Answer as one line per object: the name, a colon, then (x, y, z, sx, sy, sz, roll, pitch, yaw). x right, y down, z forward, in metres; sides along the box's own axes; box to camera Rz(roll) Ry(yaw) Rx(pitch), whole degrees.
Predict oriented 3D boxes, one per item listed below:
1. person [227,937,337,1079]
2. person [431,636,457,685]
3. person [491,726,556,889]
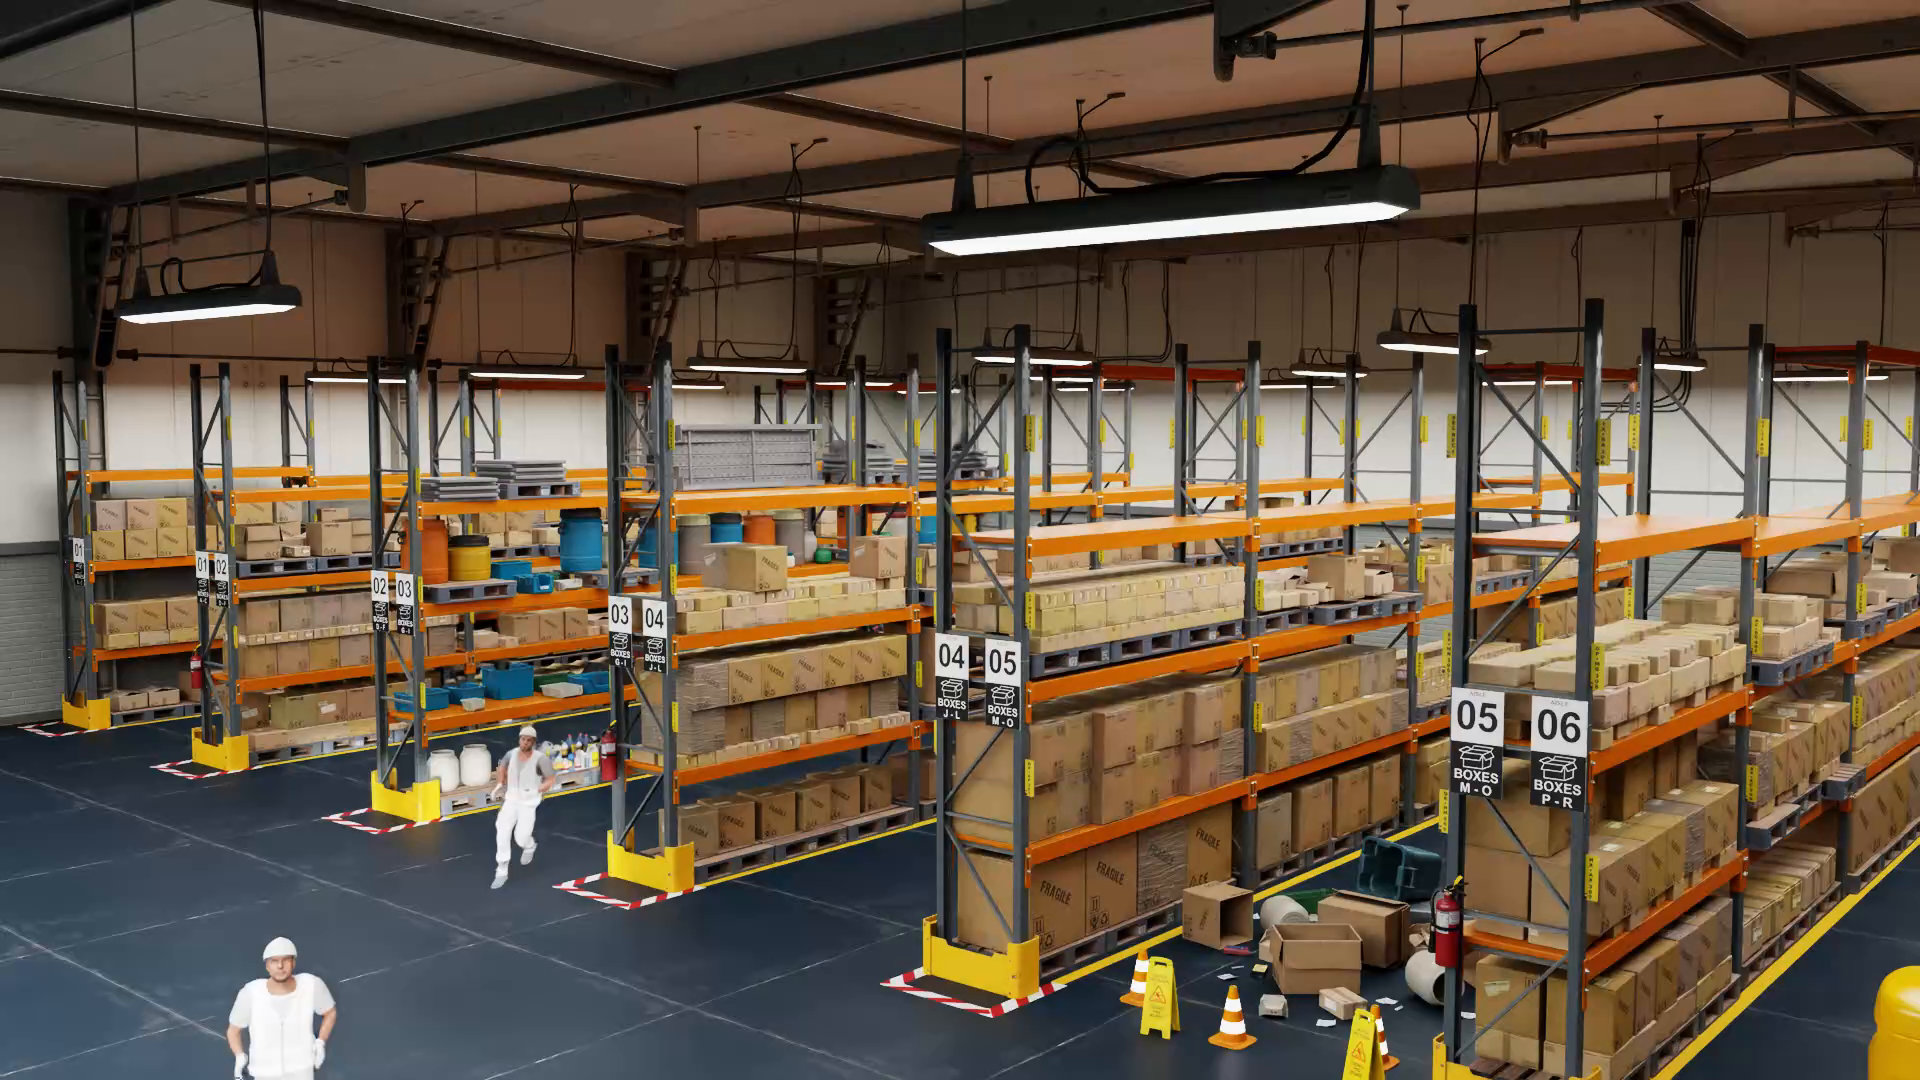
person: (-4.485, 3.502, 11.044, 0.683, 1.743, 0.630, -2, 4, -24)
person: (-9.355, 2.169, 29.903, 0.630, 1.656, 0.949, 3, 5, 37)
person: (-4.886, 2.957, 18.672, 0.706, 1.771, 0.860, 1, 4, 9)
